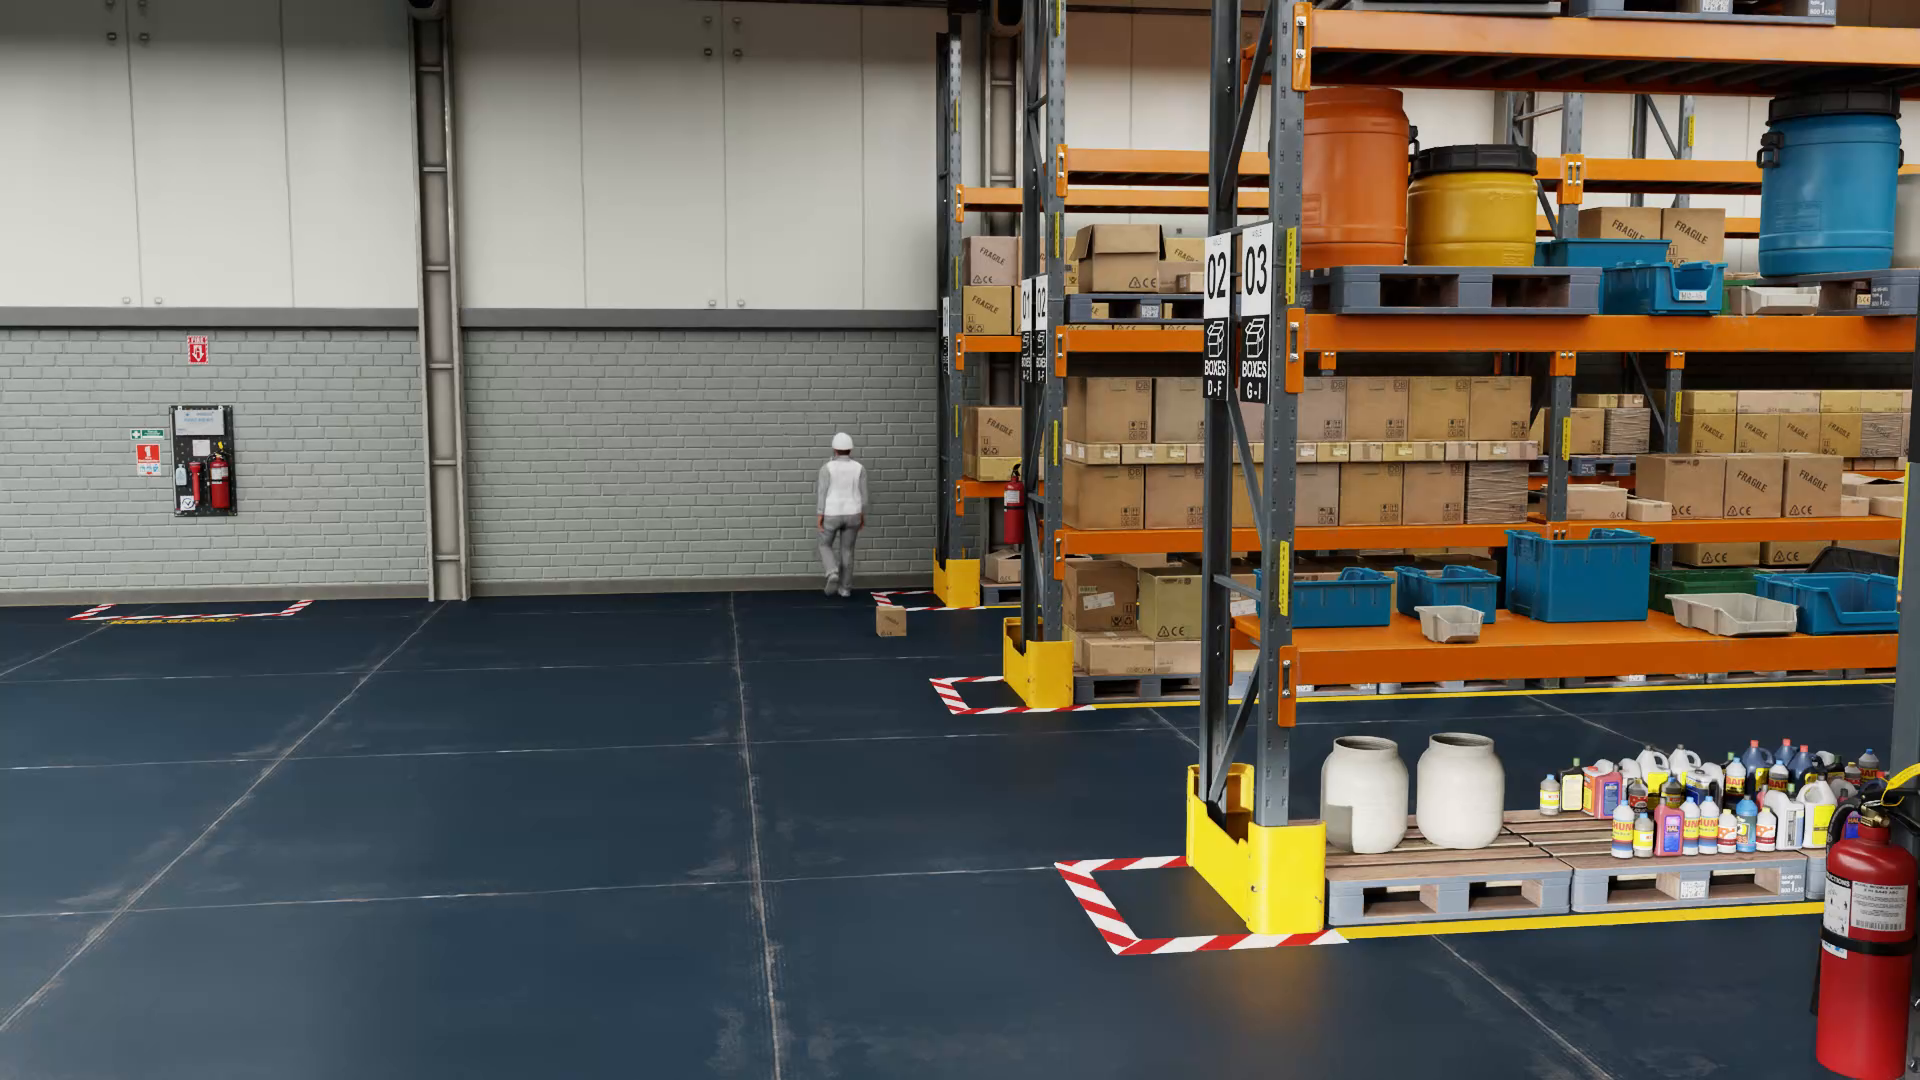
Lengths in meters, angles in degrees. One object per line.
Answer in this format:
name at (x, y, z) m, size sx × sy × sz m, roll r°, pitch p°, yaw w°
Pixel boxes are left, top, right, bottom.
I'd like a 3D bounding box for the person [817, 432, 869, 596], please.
person at (-1.272, -0.279, 17.868) m, size 0.564 × 1.760 × 0.467 m, roll -2°, pitch 7°, yaw -14°
